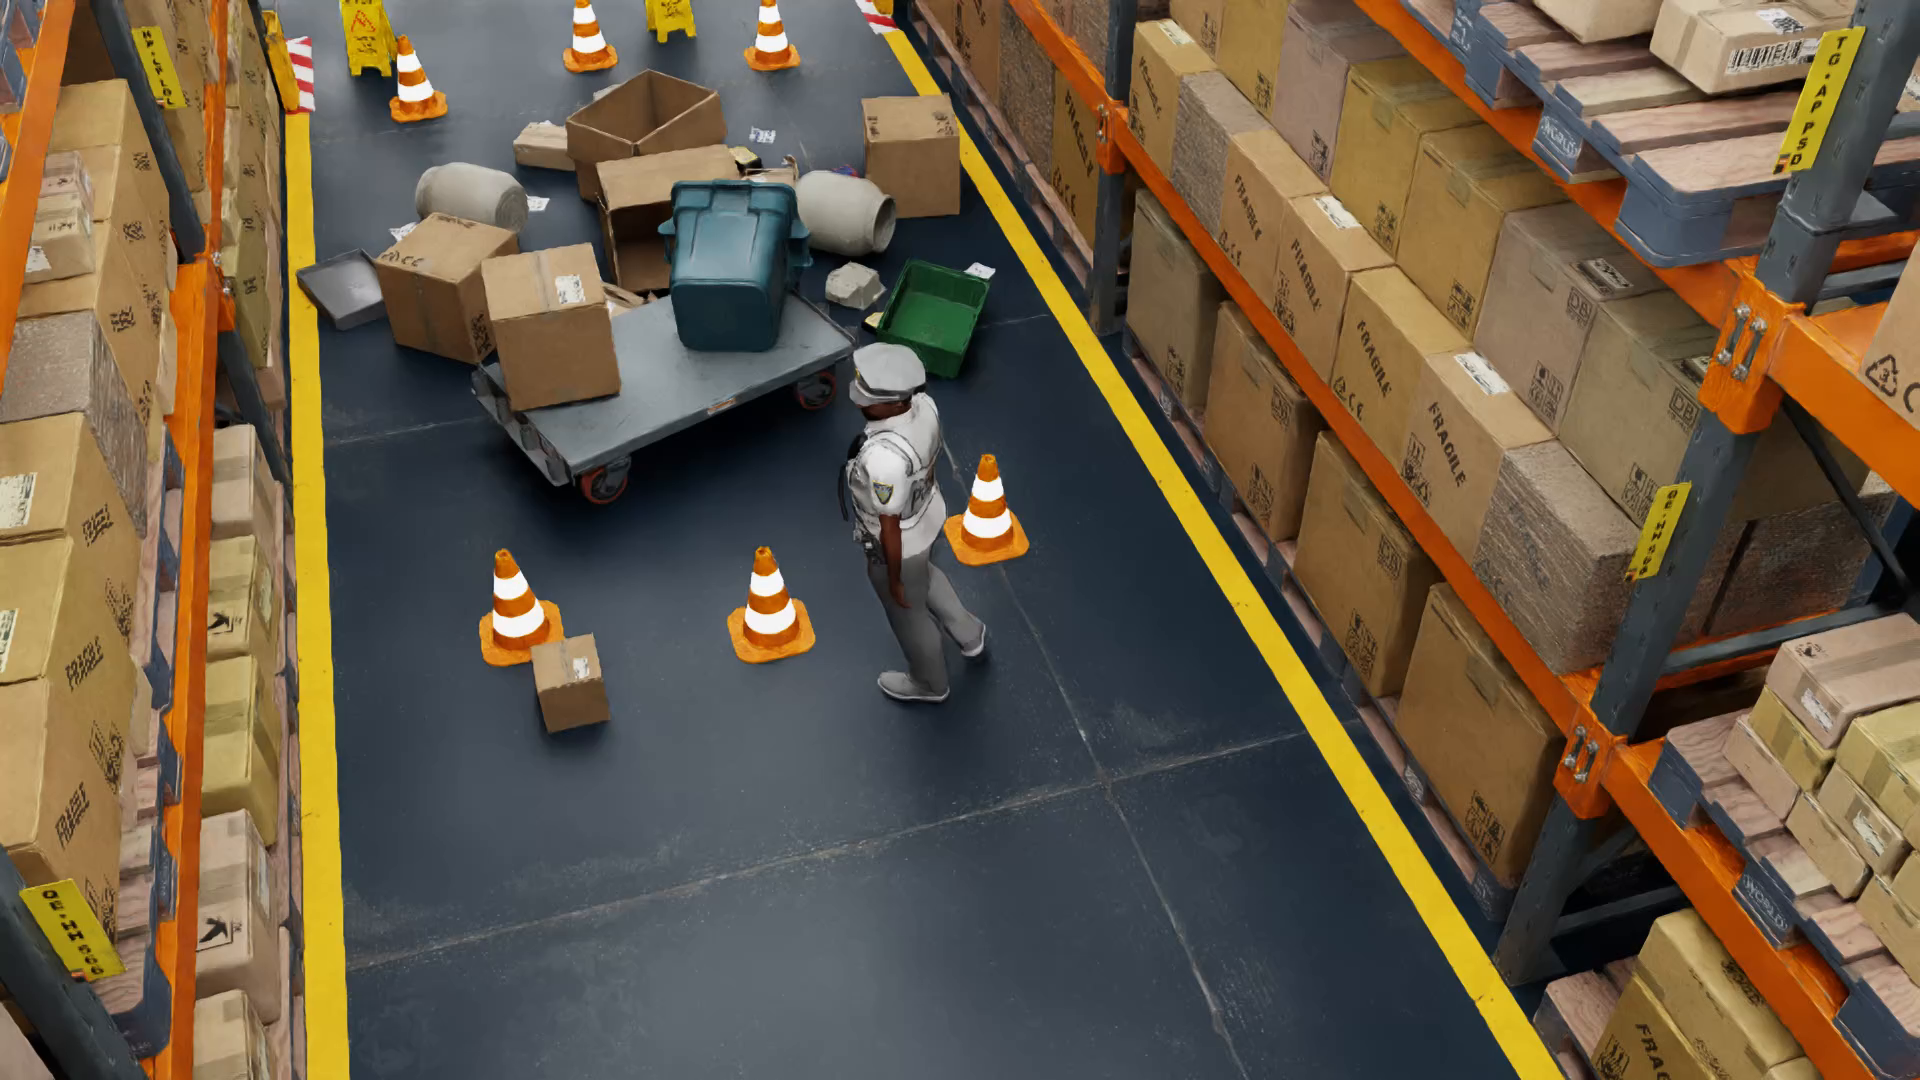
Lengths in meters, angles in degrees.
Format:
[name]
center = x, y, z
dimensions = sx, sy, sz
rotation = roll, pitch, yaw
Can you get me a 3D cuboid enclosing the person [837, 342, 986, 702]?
[person]
center = -0.150, -0.054, 6.194
dimensions = 0.450, 1.657, 0.637
rotation = 14, 44, 15
